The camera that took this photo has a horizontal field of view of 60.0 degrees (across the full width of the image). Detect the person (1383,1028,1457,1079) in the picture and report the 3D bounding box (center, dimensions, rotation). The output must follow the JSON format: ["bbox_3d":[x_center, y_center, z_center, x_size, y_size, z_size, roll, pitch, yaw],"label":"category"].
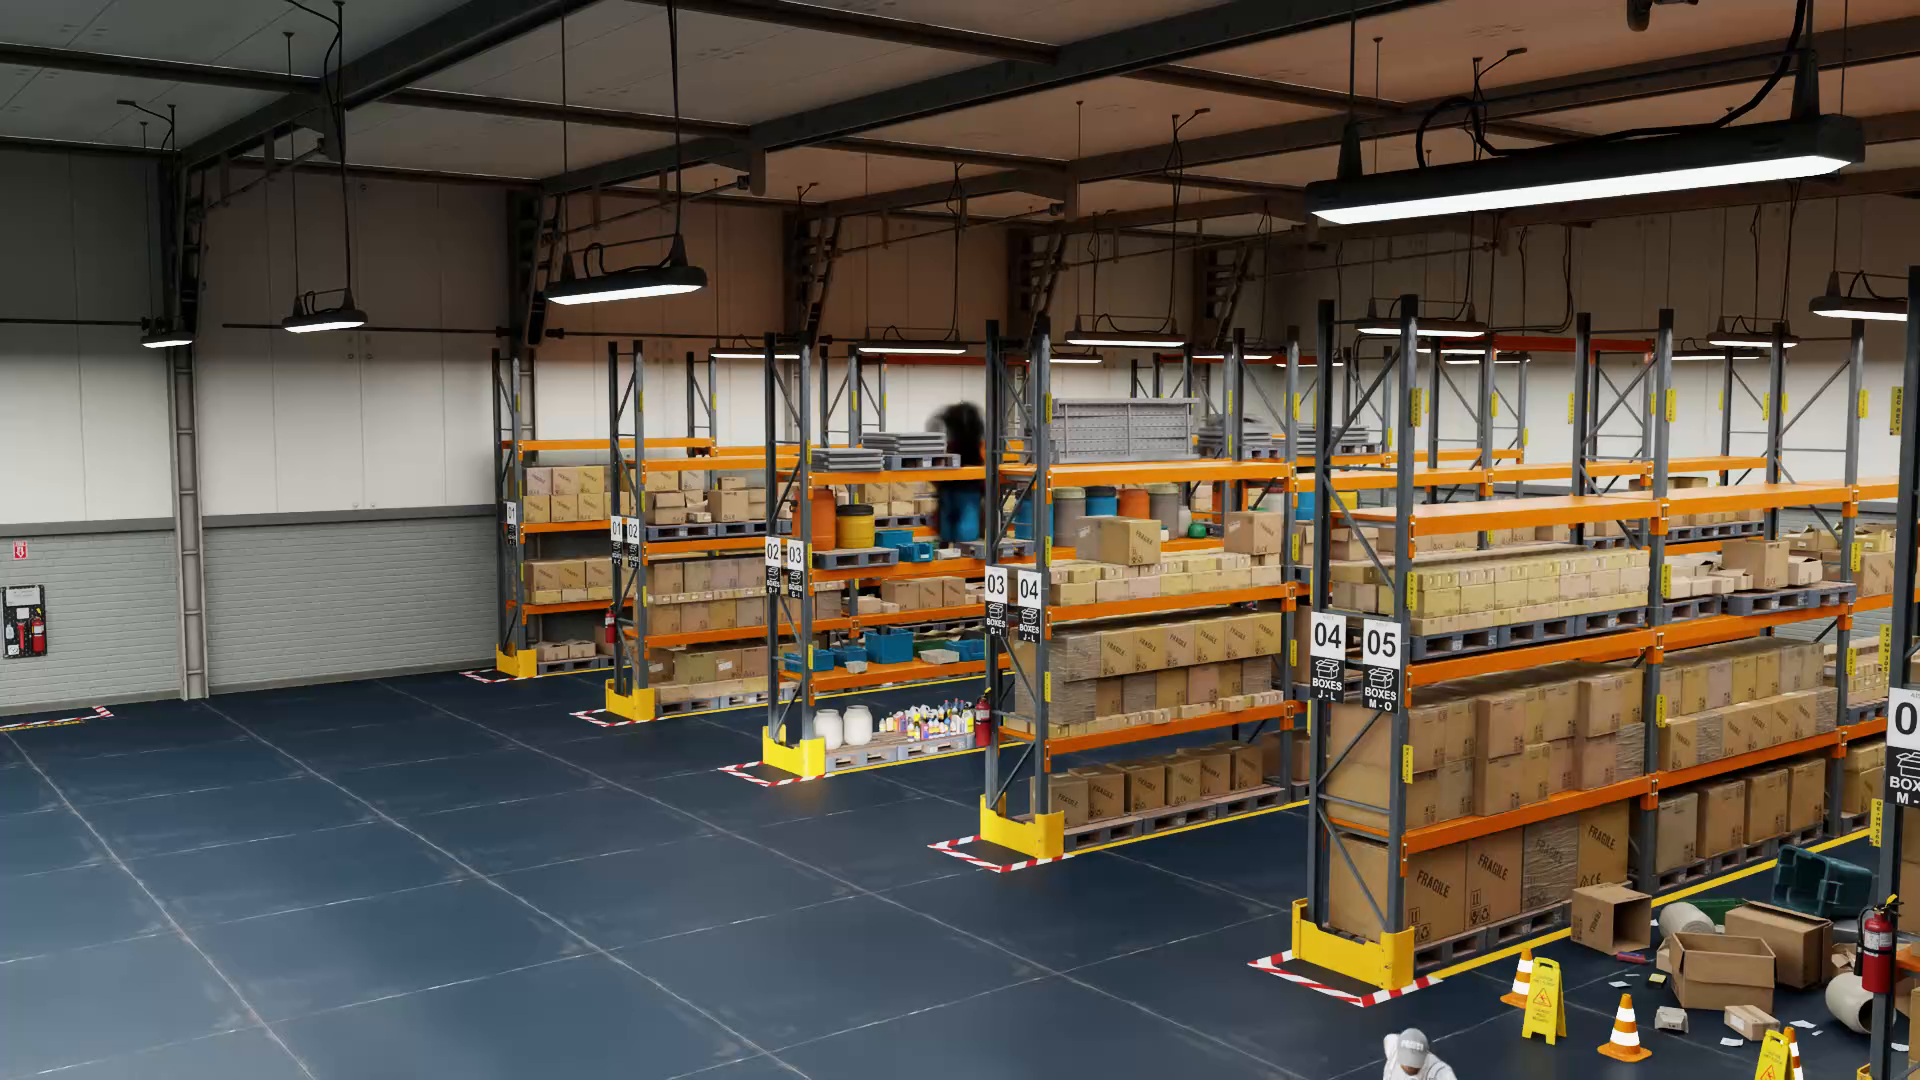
[{"bbox_3d":[2.780,3.547,10.005,0.613,1.466,1.069,3,6,33],"label":"person"}]
